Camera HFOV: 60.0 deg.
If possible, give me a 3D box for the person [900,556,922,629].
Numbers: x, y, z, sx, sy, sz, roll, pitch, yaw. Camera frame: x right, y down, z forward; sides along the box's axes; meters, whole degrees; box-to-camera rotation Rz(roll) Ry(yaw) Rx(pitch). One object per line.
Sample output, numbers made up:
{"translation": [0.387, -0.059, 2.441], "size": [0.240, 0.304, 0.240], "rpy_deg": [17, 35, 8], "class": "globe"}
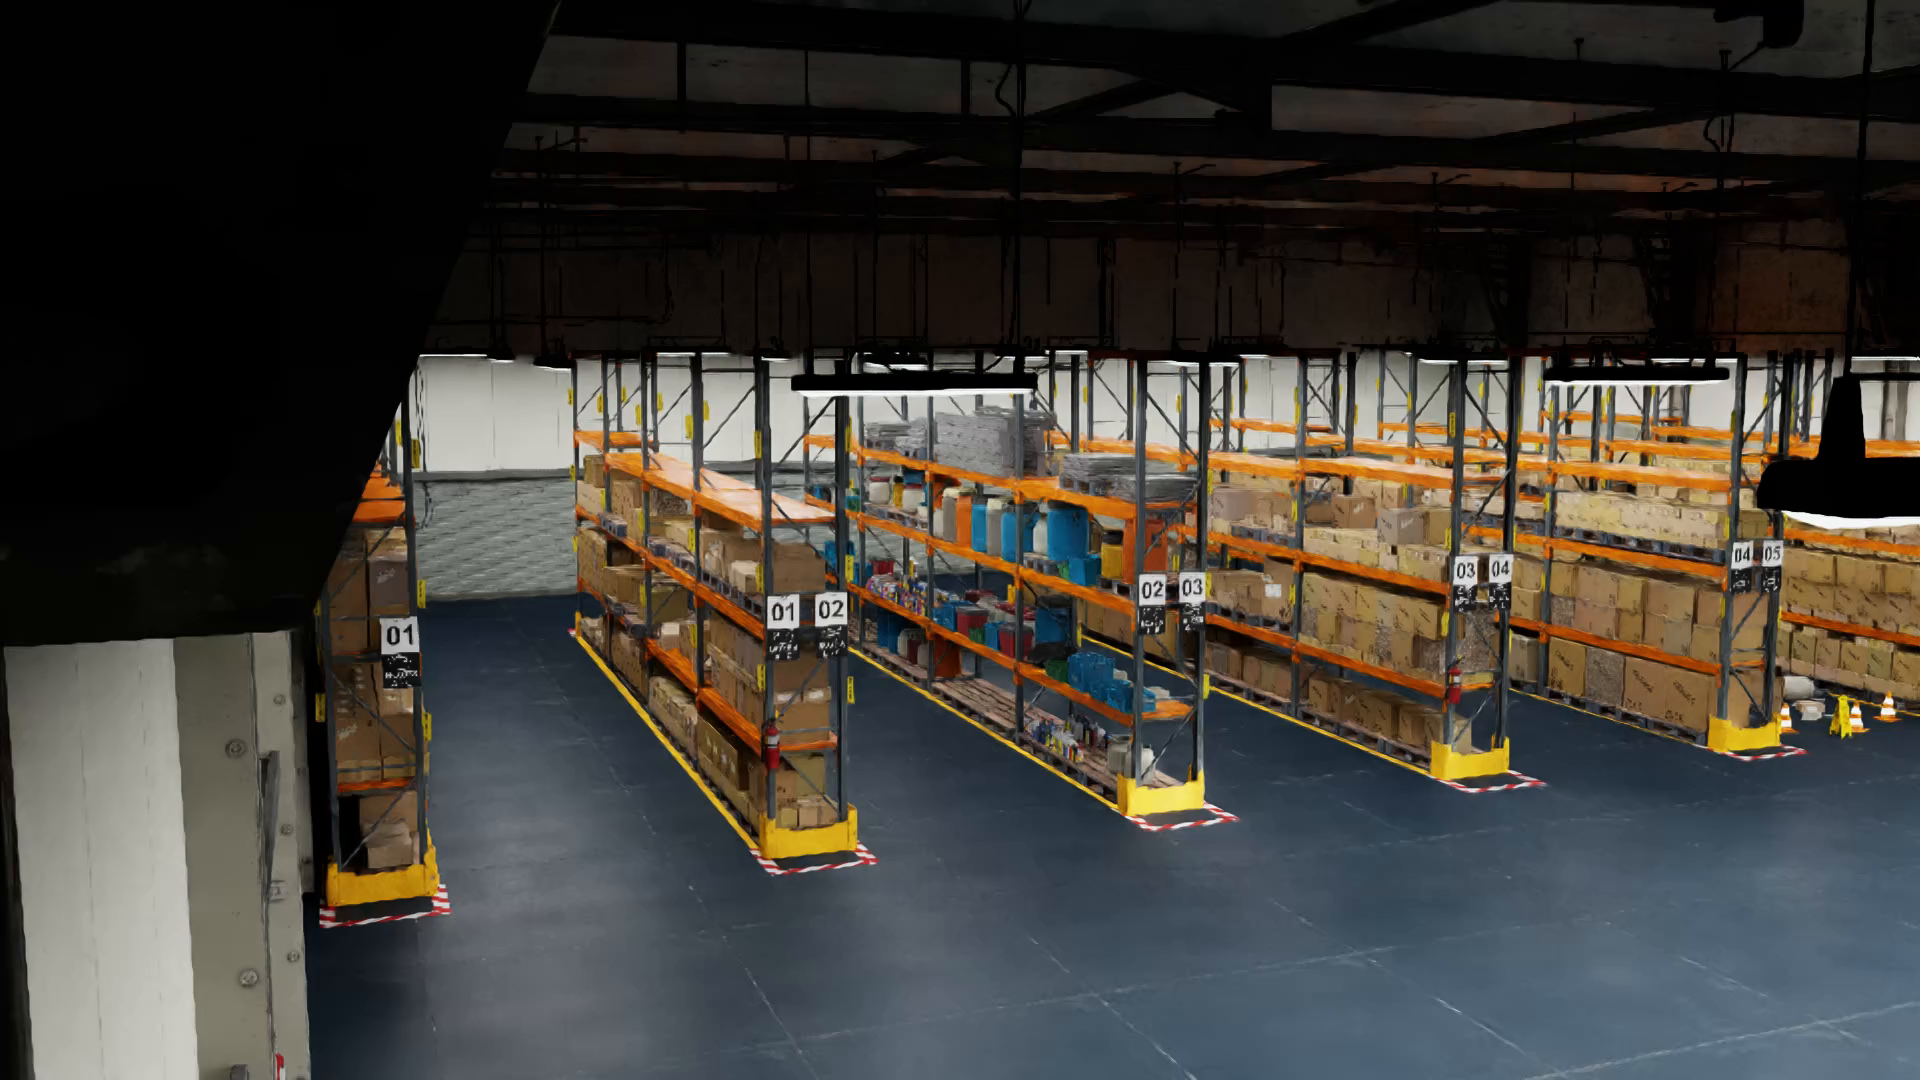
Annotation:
{"translation": [-1.086, 1.192, 34.471], "size": [0.701, 1.738, 0.578], "rpy_deg": [5, 9, 38], "class": "person"}
